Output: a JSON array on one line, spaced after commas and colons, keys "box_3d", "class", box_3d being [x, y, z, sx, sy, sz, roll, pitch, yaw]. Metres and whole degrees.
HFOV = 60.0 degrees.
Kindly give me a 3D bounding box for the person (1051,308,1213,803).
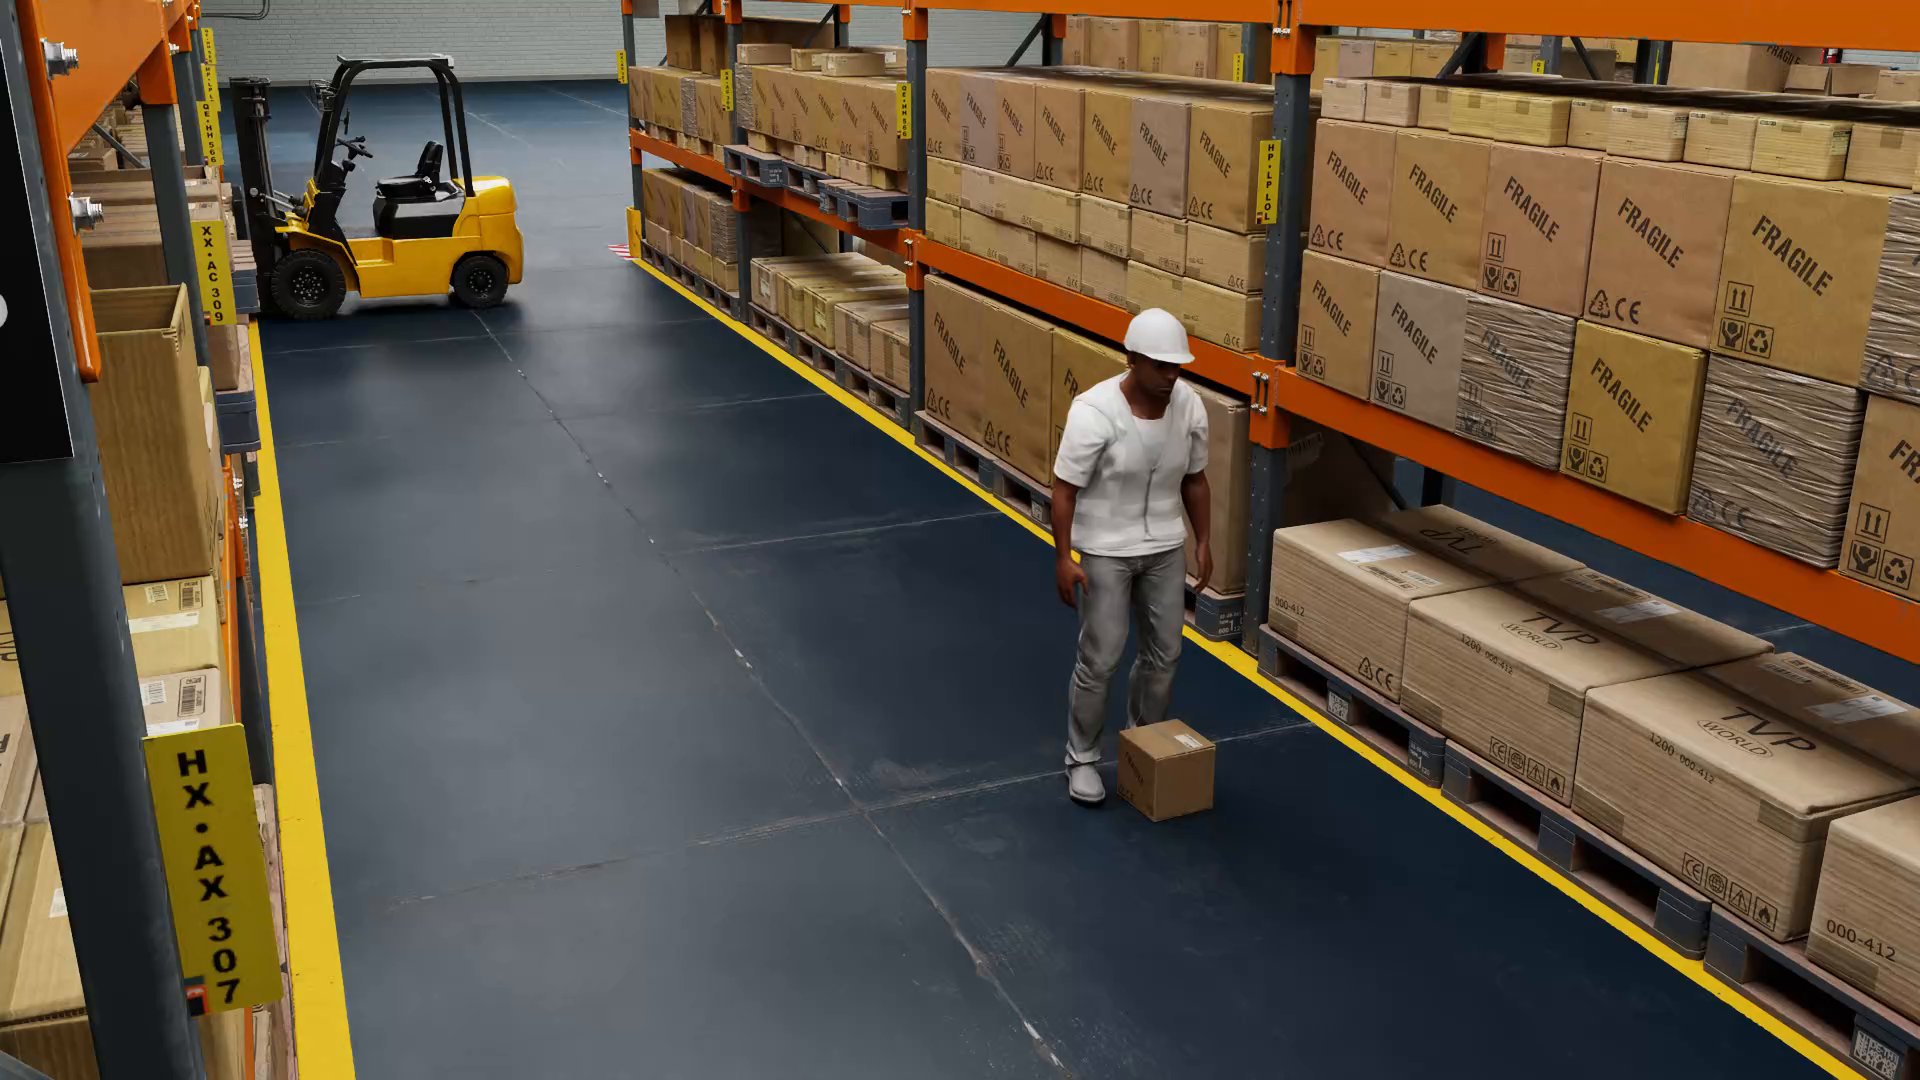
[{"box_3d": [0.620, 0.047, 5.901, 0.628, 1.757, 0.458, -8, 20, -22], "class": "person"}]
